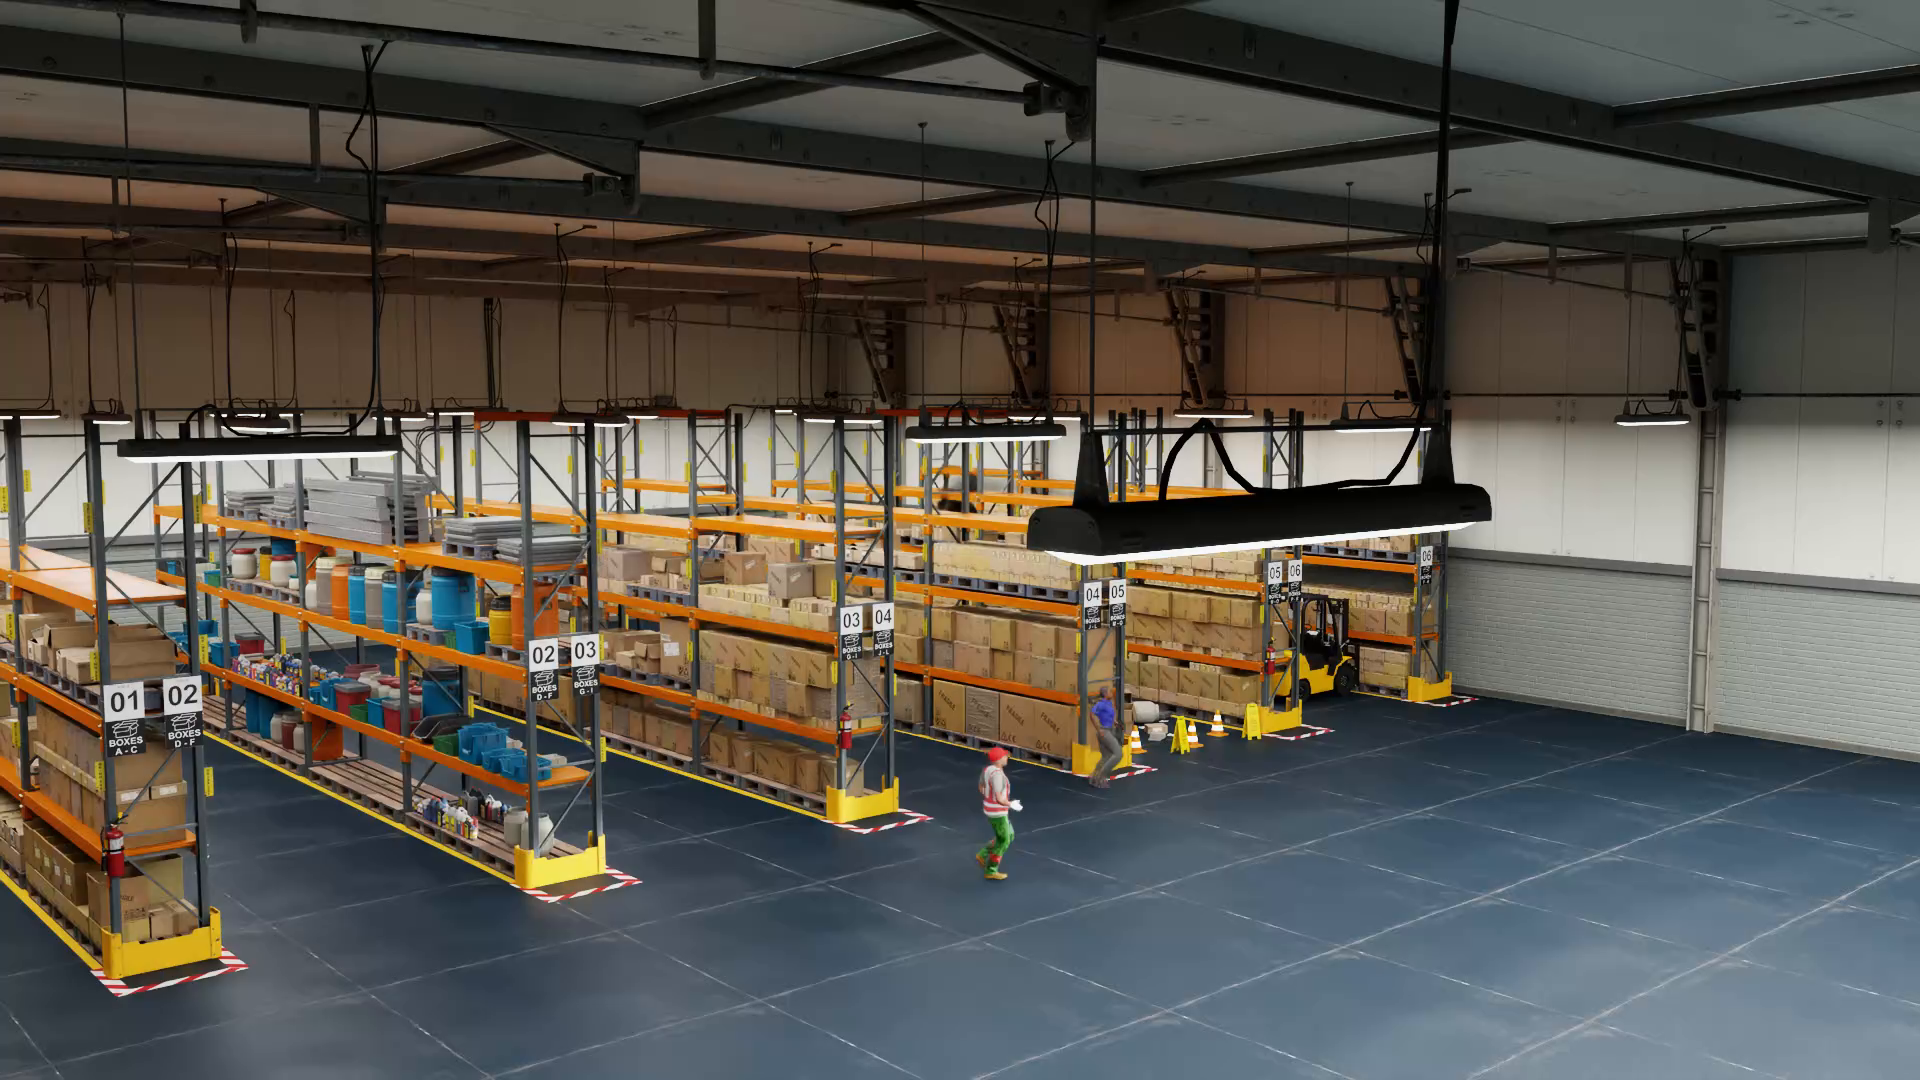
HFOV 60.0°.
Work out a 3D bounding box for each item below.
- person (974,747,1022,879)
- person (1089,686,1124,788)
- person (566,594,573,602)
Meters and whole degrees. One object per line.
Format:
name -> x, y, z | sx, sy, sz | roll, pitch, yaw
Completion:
person -> 0.497, 3.554, 21.654 | 0.586, 1.745, 0.661 | -1, 5, -11
person -> 2.379, 3.215, 26.864 | 0.546, 1.529, 0.596 | 1, 5, 8
person -> -9.123, 2.107, 38.732 | 0.713, 1.702, 0.728 | -1, 5, -14
